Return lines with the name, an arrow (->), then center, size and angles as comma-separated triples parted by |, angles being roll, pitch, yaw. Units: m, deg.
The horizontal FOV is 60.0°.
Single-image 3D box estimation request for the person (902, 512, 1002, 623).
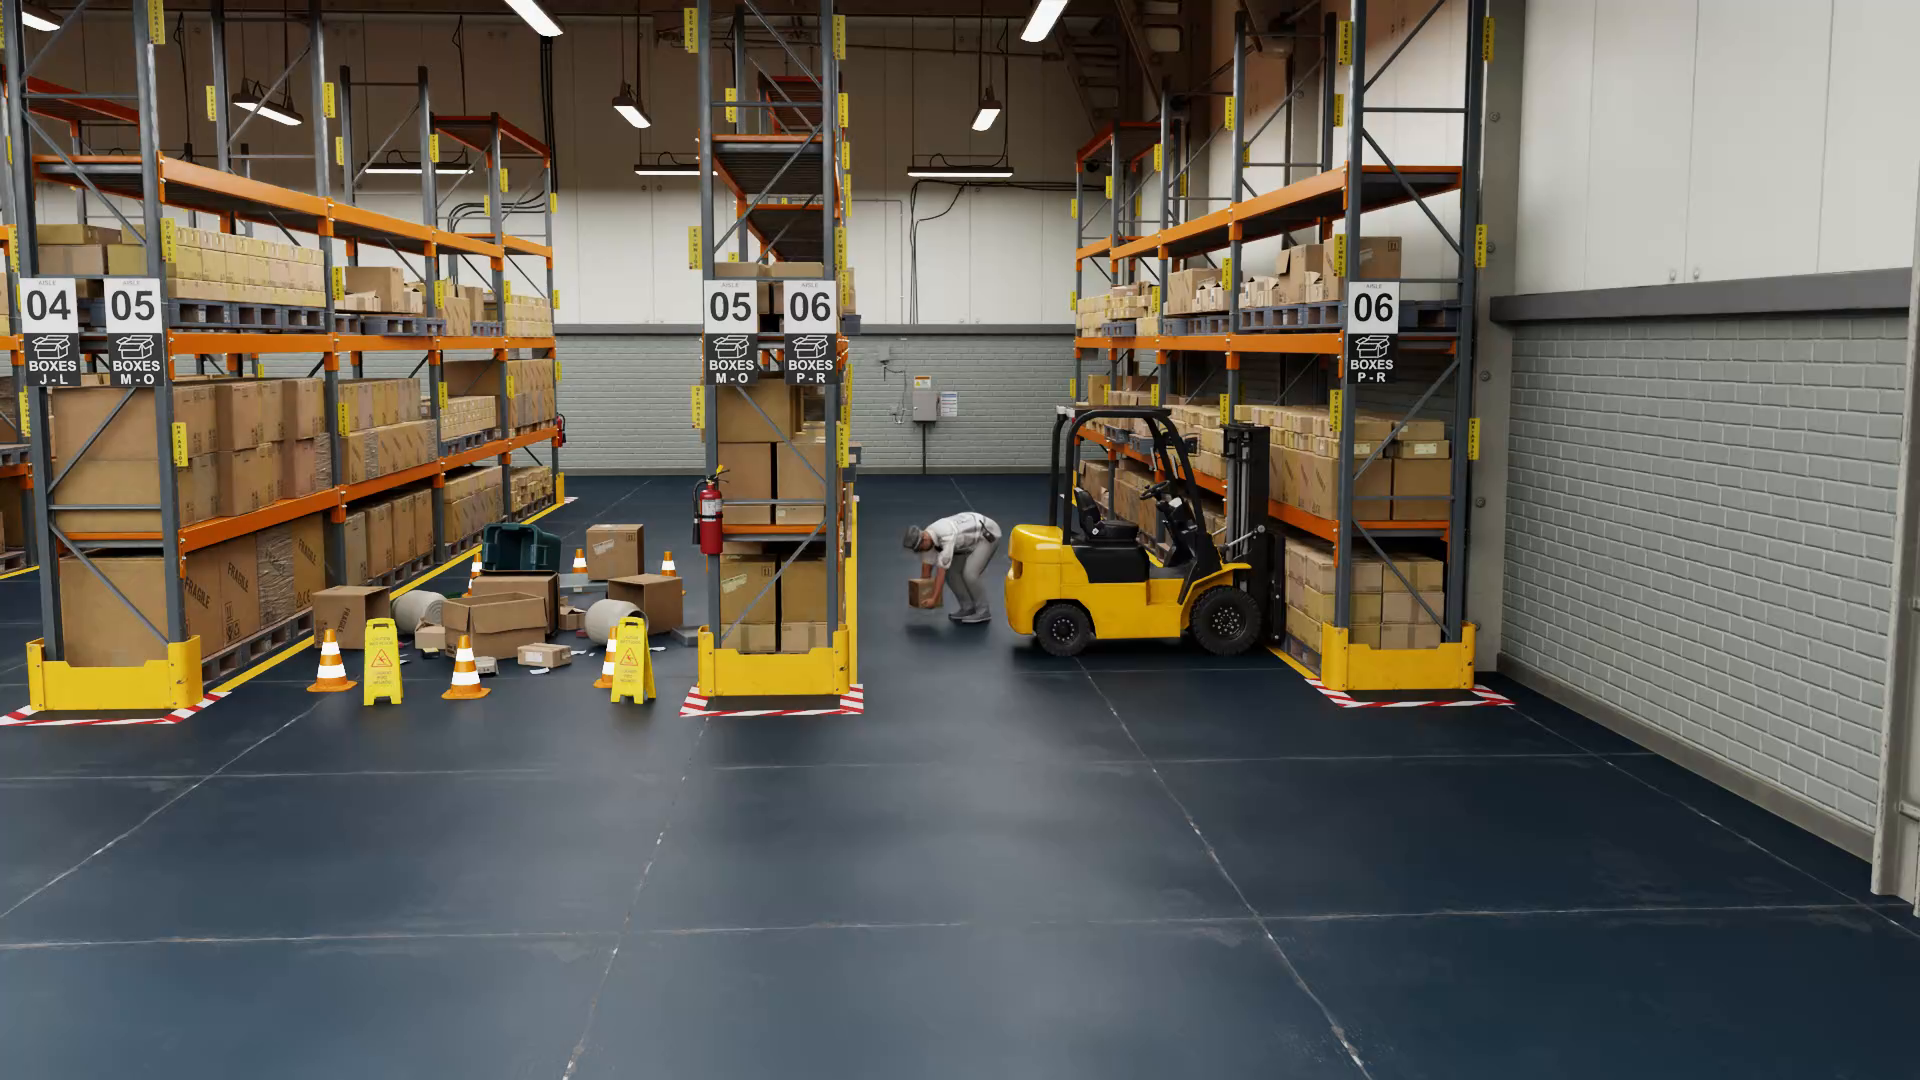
person -> -0.086, 0.277, 16.285 | 1.042, 1.069, 0.515 | -4, 8, -30
